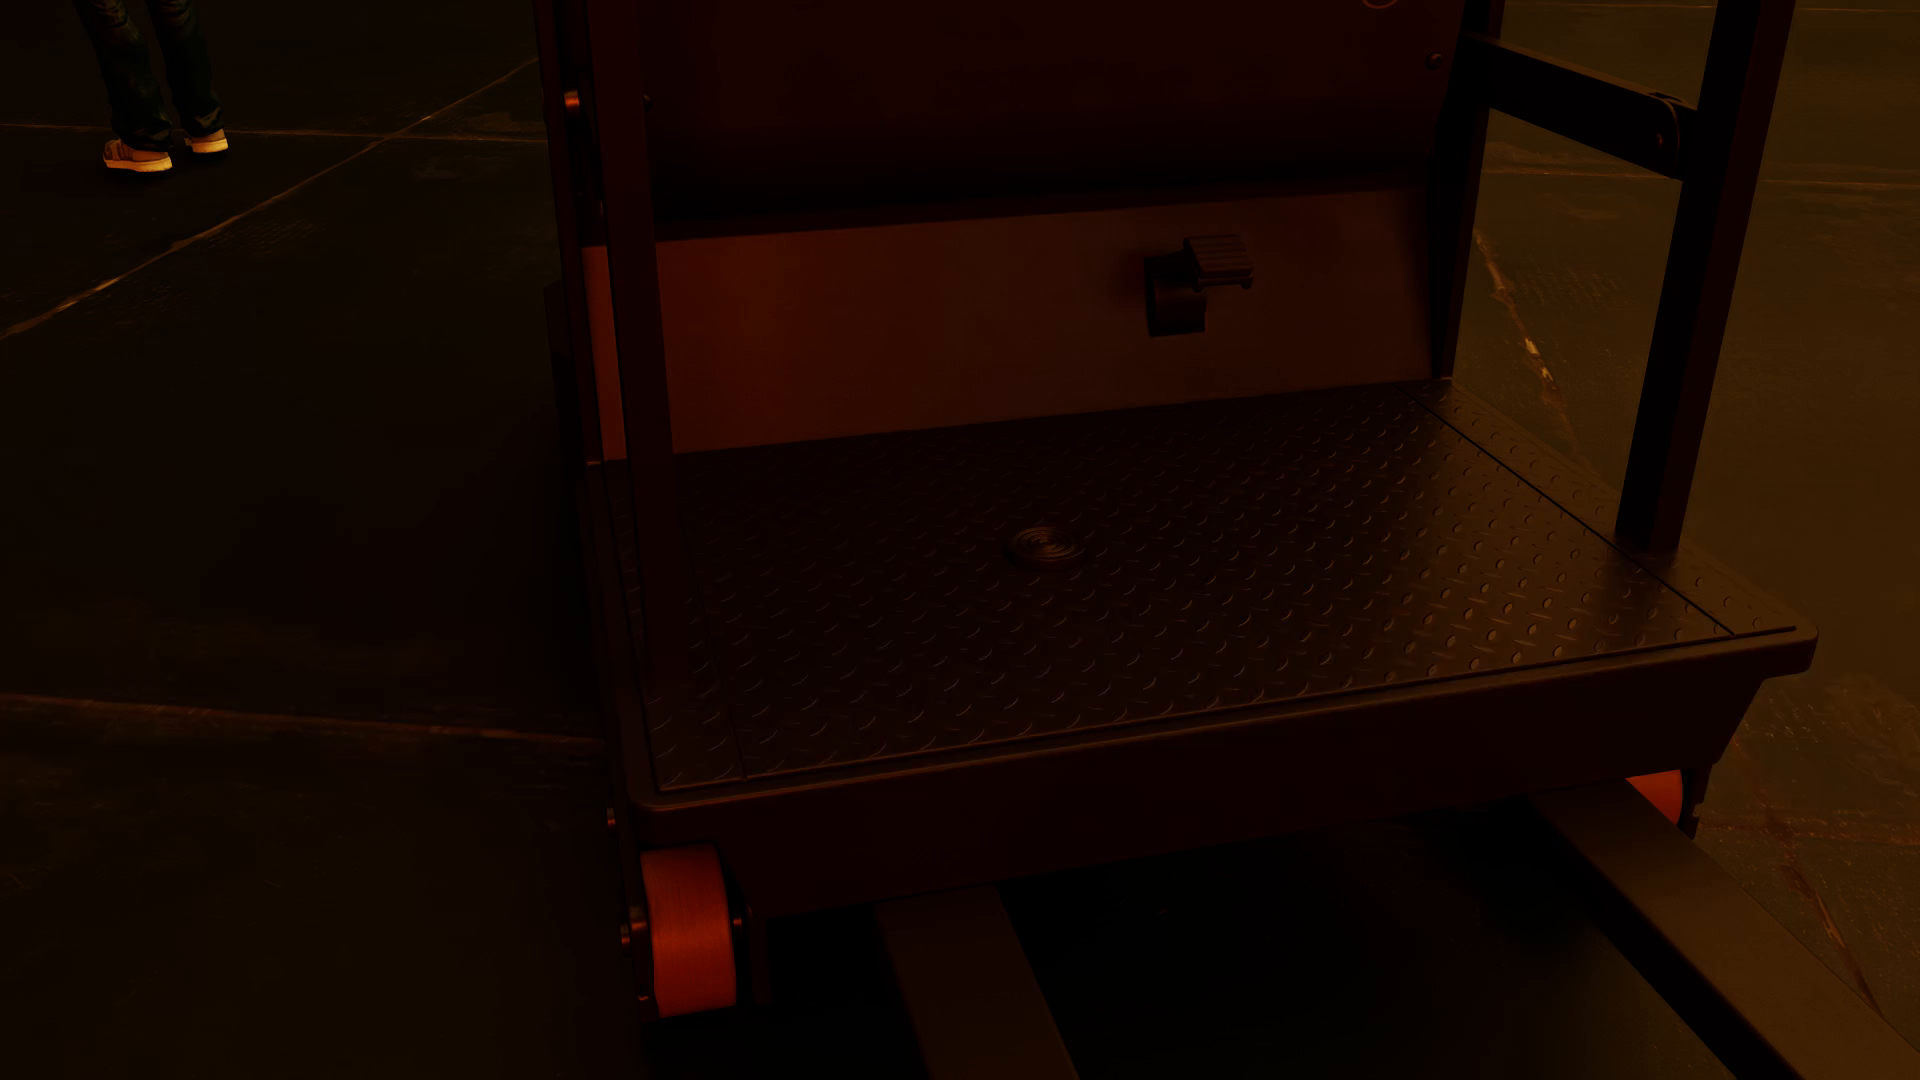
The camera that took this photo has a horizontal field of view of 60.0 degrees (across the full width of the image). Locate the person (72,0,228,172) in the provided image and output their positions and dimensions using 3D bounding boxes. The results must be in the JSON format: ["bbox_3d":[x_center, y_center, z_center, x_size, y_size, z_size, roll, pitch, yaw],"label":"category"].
[{"bbox_3d":[-2.196,-1.724,4.149,0.519,1.598,0.474,-23,34,-38],"label":"person"}]

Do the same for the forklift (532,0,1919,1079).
[{"bbox_3d":[0.153,-1.049,1.319,1.130,2.935,3.031,-7,27,-13],"label":"forklift"}]
